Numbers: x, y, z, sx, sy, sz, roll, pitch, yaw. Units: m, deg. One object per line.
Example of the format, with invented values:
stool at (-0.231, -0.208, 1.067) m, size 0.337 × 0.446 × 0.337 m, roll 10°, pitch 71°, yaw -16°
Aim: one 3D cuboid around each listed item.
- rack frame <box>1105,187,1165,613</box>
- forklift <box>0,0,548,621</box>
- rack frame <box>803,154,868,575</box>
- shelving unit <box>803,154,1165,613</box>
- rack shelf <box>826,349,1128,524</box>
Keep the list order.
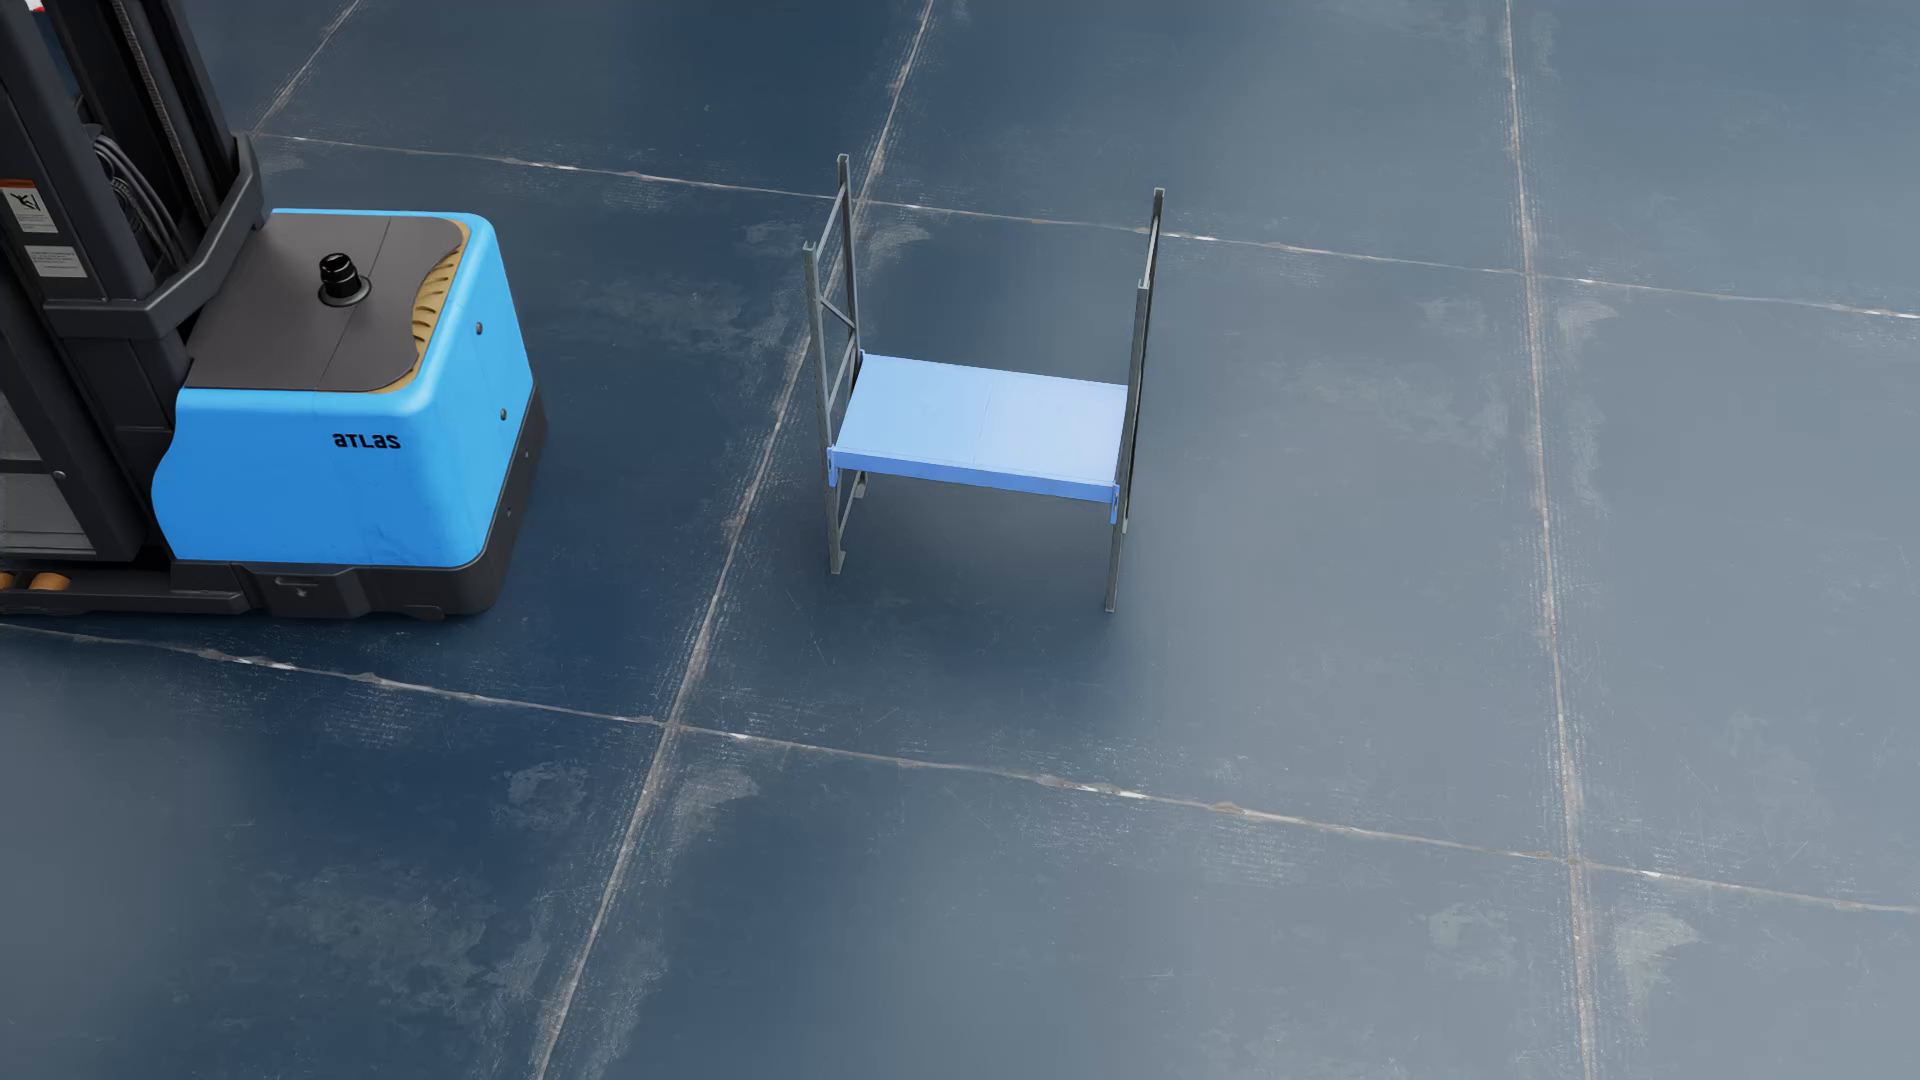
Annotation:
rack frame at (0.584, -0.423, 5.622) m, size 0.032 × 1.500 × 0.500 m, roll 8°, pitch 49°, yaw 7°
forklift at (-3.151, -1.098, 5.266) m, size 3.031 × 2.935 × 1.130 m, roll 2°, pitch 48°, yaw 2°
rack frame at (-0.416, -0.557, 5.742) m, size 0.032 × 1.500 × 0.500 m, roll 8°, pitch 49°, yaw 7°
shelving unit at (0.084, -0.490, 5.682) m, size 1.048 × 1.500 × 0.538 m, roll 8°, pitch 49°, yaw 7°
rack shelf at (0.084, -0.370, 5.816) m, size 1.000 × 0.185 × 0.538 m, roll 8°, pitch 49°, yaw 7°
